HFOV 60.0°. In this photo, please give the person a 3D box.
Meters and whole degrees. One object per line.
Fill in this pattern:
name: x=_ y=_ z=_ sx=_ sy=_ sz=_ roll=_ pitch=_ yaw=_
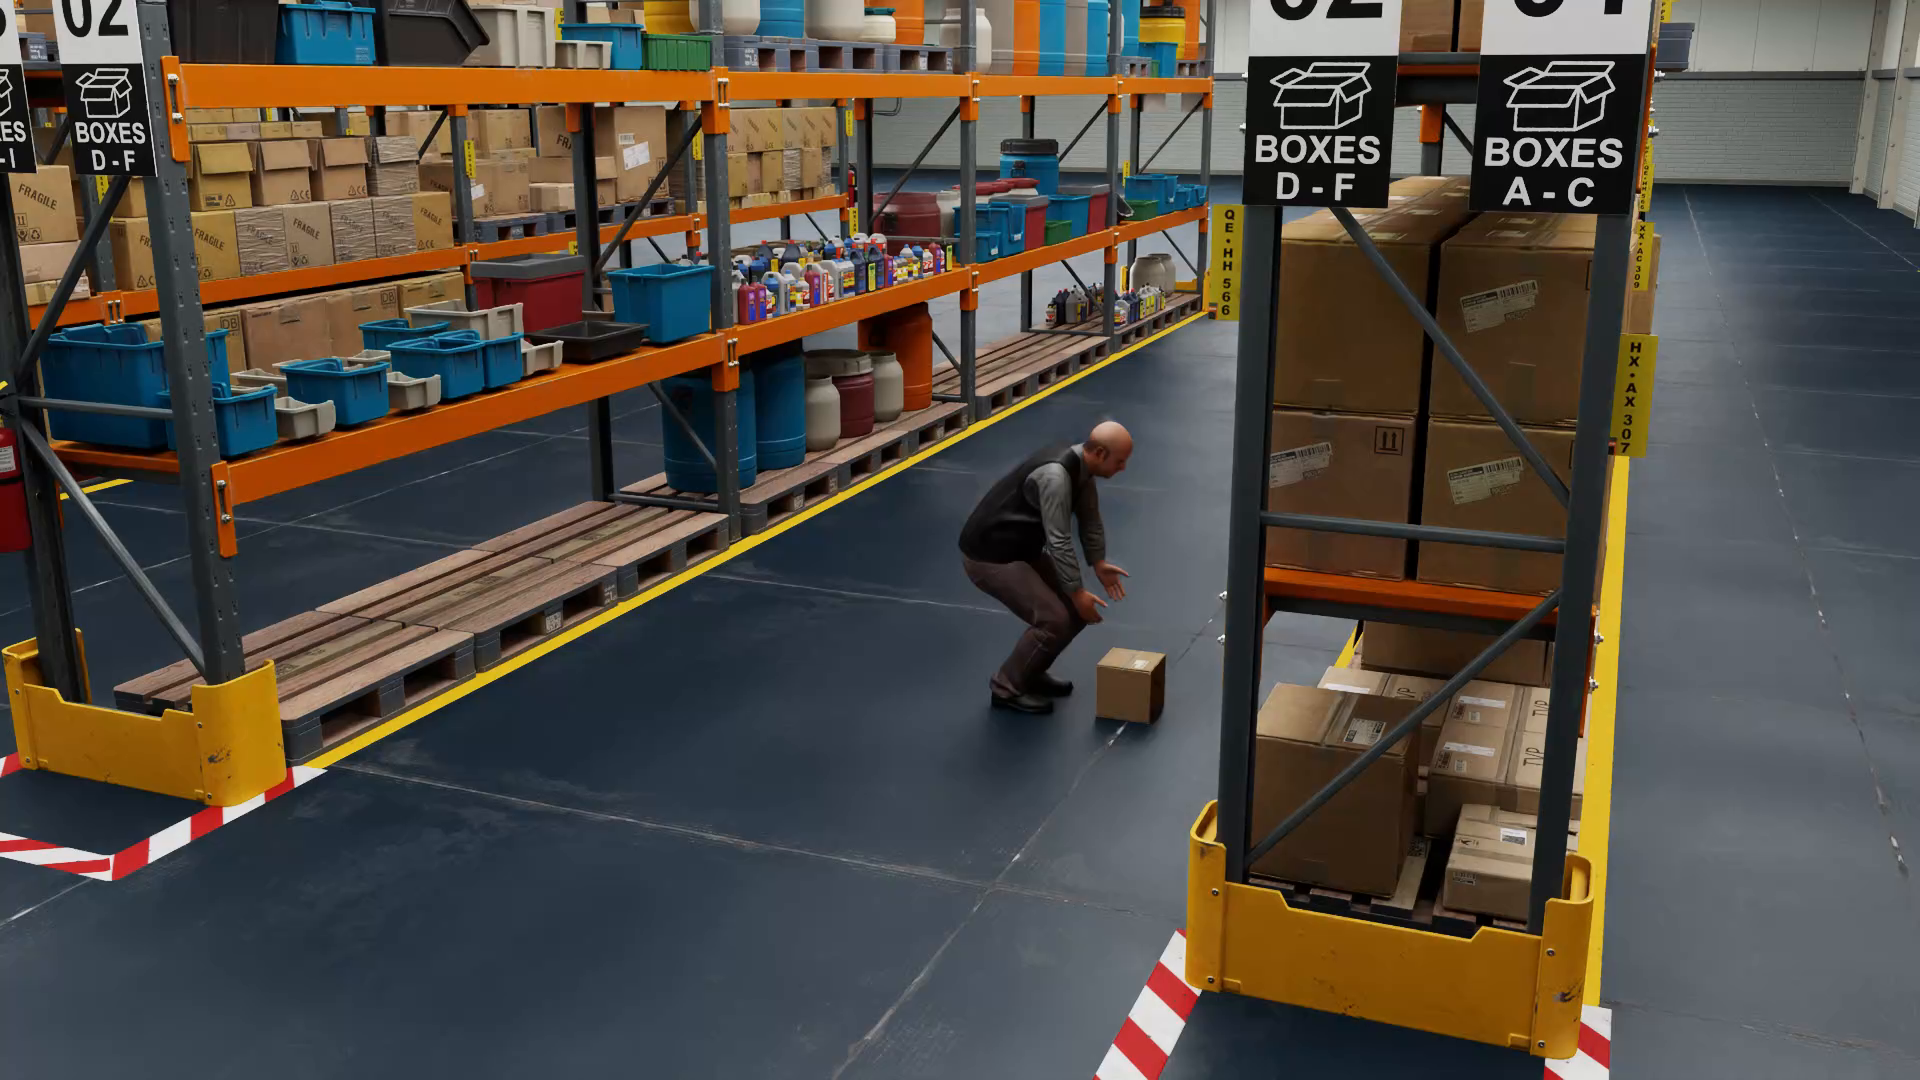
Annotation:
person: x=0.395 y=0.144 z=7.521 sx=0.756 sy=1.209 sz=0.589 roll=6 pitch=16 yaw=21
